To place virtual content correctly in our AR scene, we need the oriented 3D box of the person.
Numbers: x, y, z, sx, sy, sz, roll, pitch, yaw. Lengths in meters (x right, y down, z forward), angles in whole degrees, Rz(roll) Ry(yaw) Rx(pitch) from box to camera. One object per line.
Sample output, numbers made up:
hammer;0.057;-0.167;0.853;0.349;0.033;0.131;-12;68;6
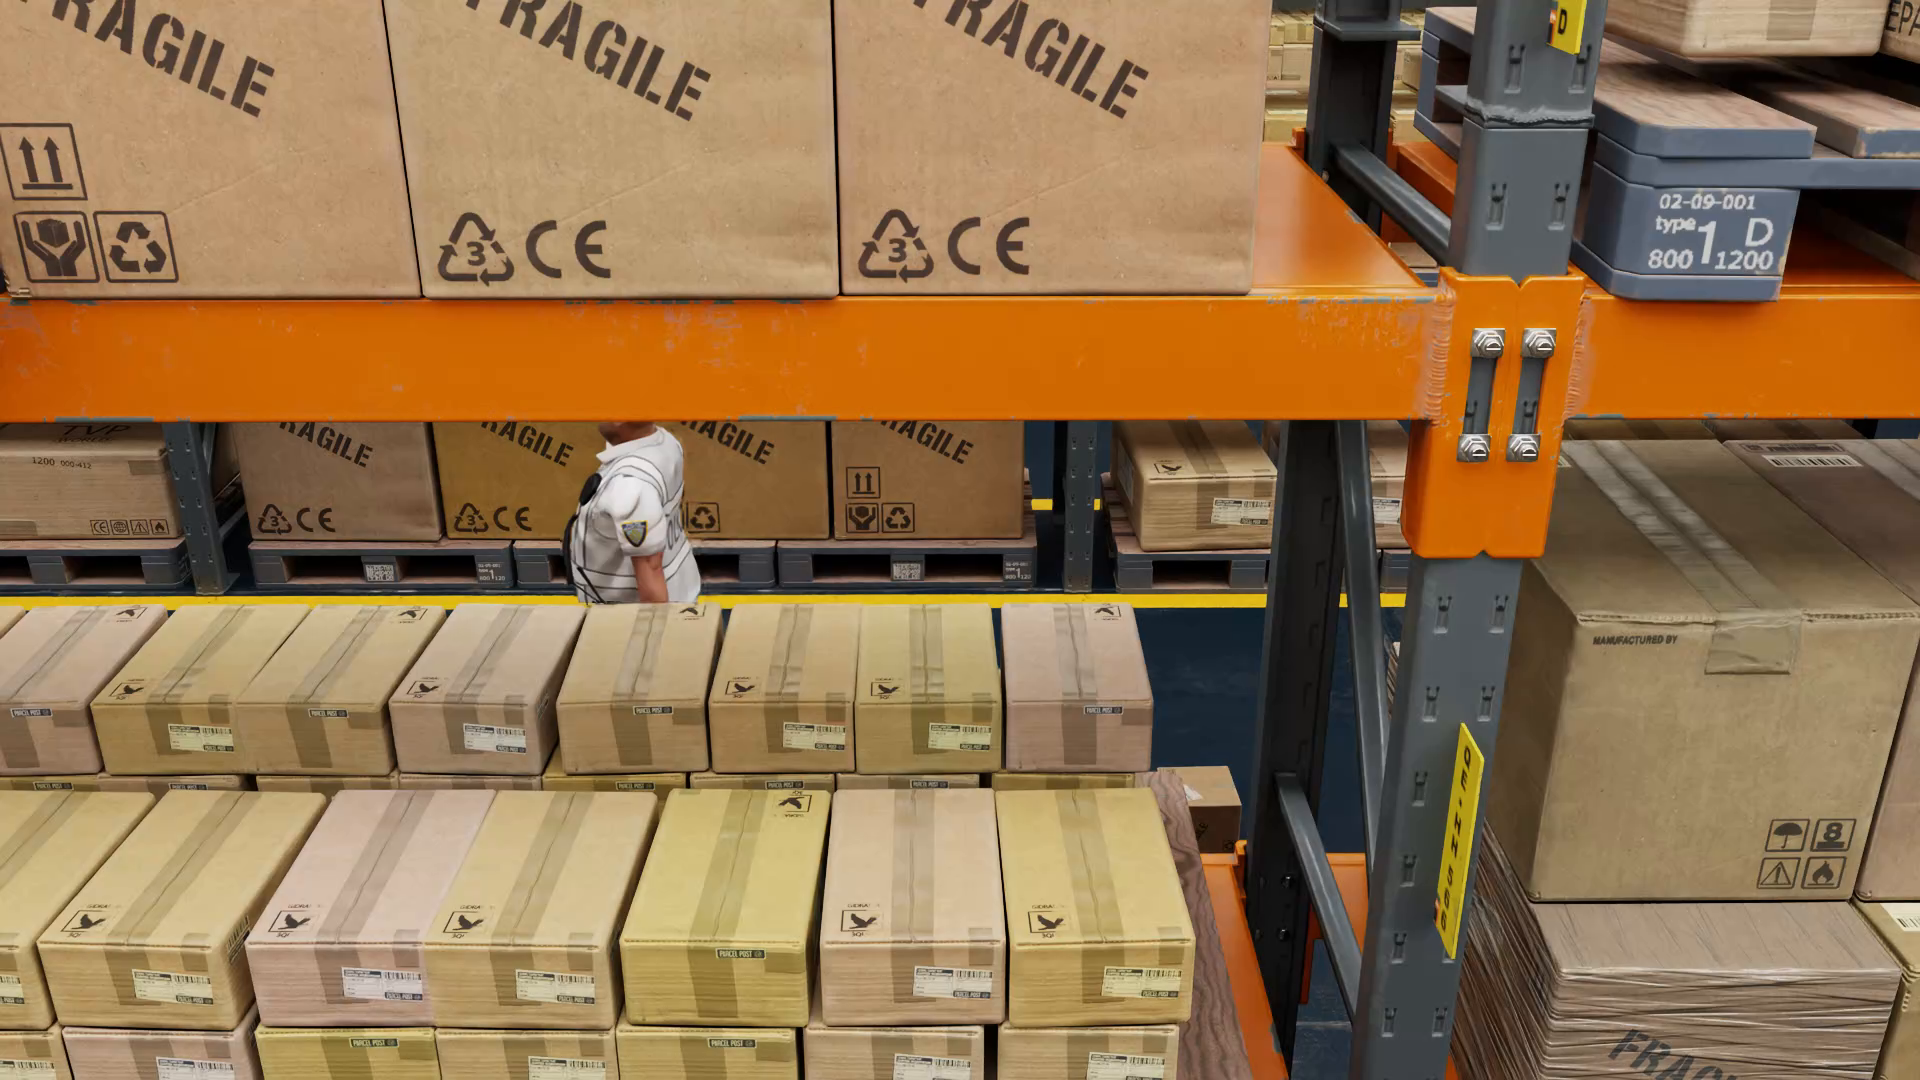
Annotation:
person;-1.146;0.186;5.636;1.077;1.711;0.573;4;24;9
